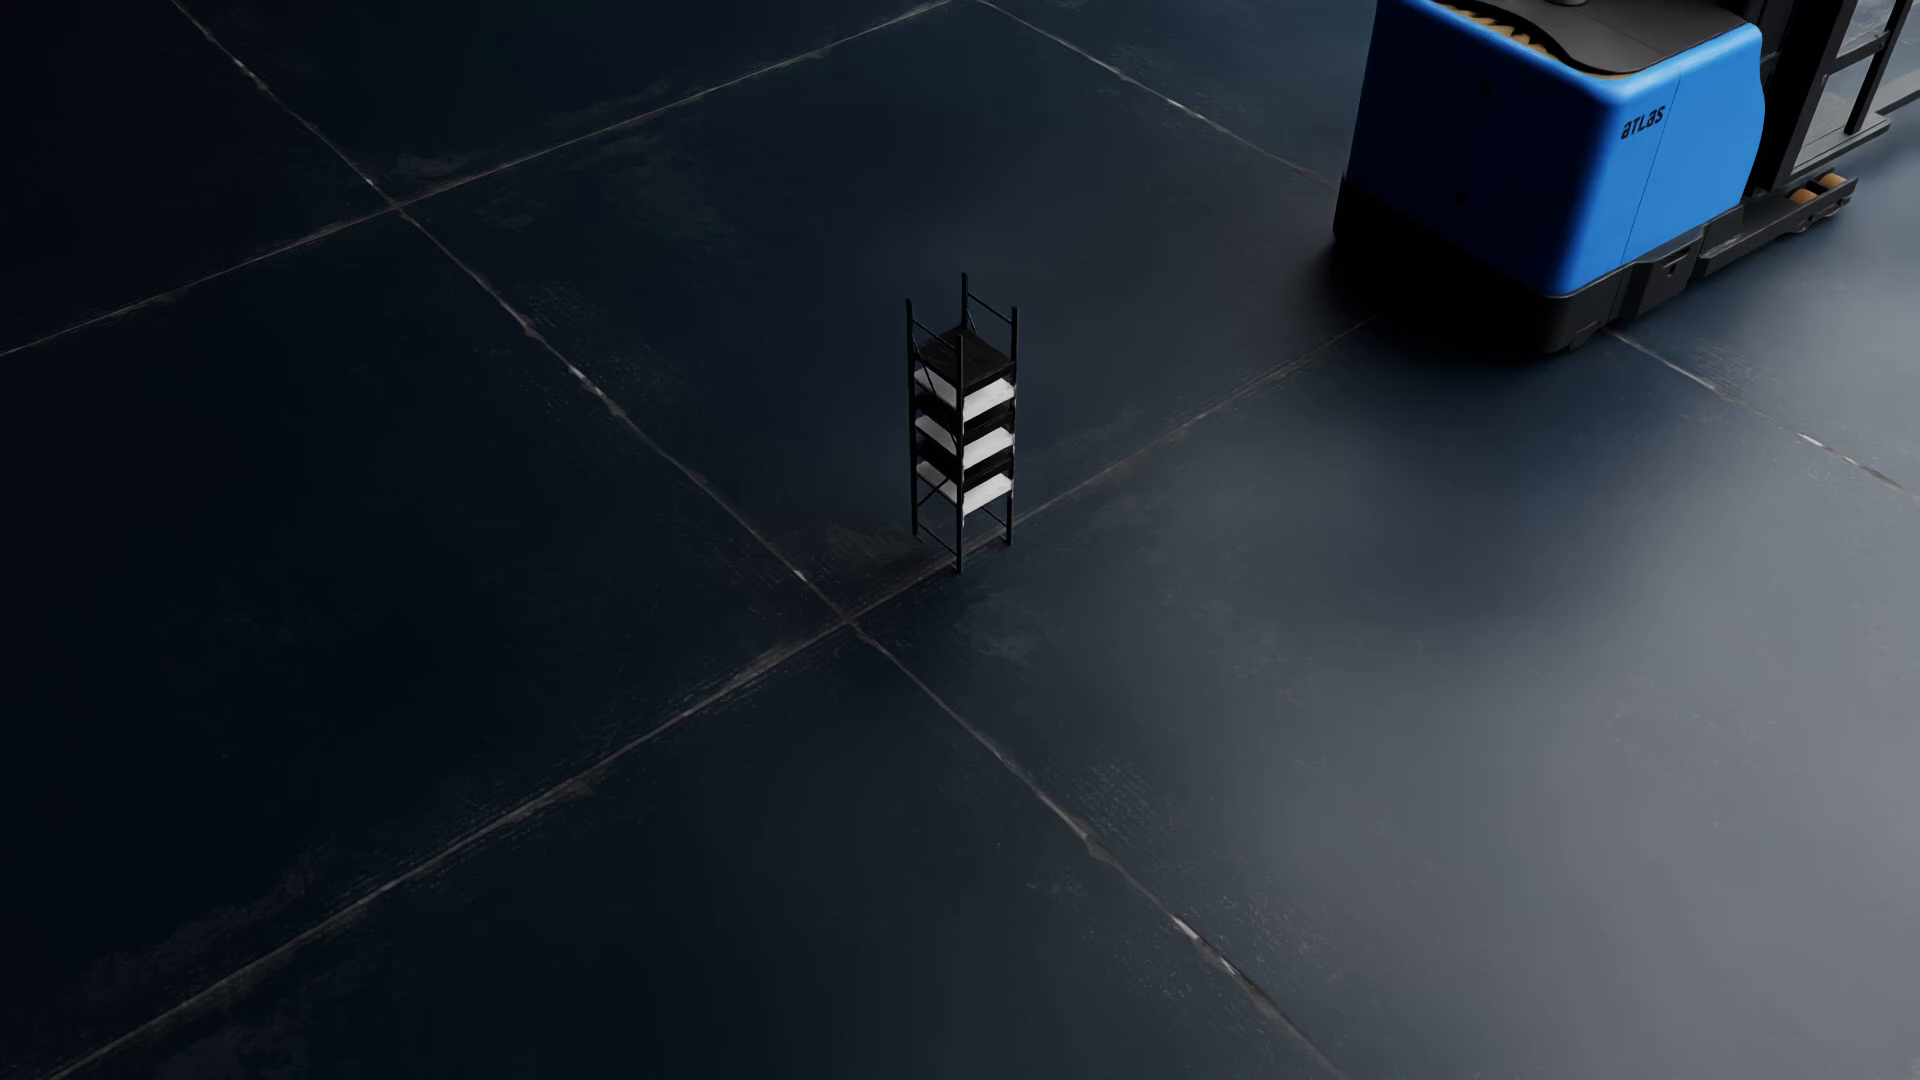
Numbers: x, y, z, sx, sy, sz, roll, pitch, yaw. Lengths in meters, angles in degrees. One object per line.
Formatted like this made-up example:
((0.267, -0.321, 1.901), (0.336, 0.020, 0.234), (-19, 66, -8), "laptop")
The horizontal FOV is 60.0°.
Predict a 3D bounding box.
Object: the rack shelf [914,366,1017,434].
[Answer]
((0.006, -0.438, 4.845), (0.200, 0.077, 0.258), (-30, 51, -28), "rack shelf")

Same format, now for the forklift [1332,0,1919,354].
((2.924, -2.542, 5.815), (3.031, 2.935, 1.130), (-27, 49, -26), "forklift")

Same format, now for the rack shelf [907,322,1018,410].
((0.006, -0.504, 4.784), (0.200, 0.077, 0.258), (-30, 51, -28), "rack shelf")

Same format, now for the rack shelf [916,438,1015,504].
((0.006, -0.242, 5.030), (0.200, 0.077, 0.258), (-30, 51, -28), "rack shelf")

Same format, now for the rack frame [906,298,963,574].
((-0.072, -0.287, 4.898), (0.006, 0.900, 0.240), (-30, 51, -28), "rack frame")

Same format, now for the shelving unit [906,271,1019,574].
((0.006, -0.332, 4.946), (0.210, 0.900, 0.258), (-30, 51, -28), "shelving unit")

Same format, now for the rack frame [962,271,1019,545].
((0.084, -0.376, 4.993), (0.006, 0.900, 0.240), (-30, 51, -28), "rack frame")

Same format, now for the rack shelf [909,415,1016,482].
((0.006, -0.307, 4.969), (0.200, 0.077, 0.258), (-30, 51, -28), "rack shelf")

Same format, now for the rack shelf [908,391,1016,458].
((0.006, -0.373, 4.907), (0.200, 0.077, 0.258), (-30, 51, -28), "rack shelf")

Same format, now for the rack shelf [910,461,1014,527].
((0.006, -0.176, 5.092), (0.200, 0.077, 0.258), (-30, 51, -28), "rack shelf")
